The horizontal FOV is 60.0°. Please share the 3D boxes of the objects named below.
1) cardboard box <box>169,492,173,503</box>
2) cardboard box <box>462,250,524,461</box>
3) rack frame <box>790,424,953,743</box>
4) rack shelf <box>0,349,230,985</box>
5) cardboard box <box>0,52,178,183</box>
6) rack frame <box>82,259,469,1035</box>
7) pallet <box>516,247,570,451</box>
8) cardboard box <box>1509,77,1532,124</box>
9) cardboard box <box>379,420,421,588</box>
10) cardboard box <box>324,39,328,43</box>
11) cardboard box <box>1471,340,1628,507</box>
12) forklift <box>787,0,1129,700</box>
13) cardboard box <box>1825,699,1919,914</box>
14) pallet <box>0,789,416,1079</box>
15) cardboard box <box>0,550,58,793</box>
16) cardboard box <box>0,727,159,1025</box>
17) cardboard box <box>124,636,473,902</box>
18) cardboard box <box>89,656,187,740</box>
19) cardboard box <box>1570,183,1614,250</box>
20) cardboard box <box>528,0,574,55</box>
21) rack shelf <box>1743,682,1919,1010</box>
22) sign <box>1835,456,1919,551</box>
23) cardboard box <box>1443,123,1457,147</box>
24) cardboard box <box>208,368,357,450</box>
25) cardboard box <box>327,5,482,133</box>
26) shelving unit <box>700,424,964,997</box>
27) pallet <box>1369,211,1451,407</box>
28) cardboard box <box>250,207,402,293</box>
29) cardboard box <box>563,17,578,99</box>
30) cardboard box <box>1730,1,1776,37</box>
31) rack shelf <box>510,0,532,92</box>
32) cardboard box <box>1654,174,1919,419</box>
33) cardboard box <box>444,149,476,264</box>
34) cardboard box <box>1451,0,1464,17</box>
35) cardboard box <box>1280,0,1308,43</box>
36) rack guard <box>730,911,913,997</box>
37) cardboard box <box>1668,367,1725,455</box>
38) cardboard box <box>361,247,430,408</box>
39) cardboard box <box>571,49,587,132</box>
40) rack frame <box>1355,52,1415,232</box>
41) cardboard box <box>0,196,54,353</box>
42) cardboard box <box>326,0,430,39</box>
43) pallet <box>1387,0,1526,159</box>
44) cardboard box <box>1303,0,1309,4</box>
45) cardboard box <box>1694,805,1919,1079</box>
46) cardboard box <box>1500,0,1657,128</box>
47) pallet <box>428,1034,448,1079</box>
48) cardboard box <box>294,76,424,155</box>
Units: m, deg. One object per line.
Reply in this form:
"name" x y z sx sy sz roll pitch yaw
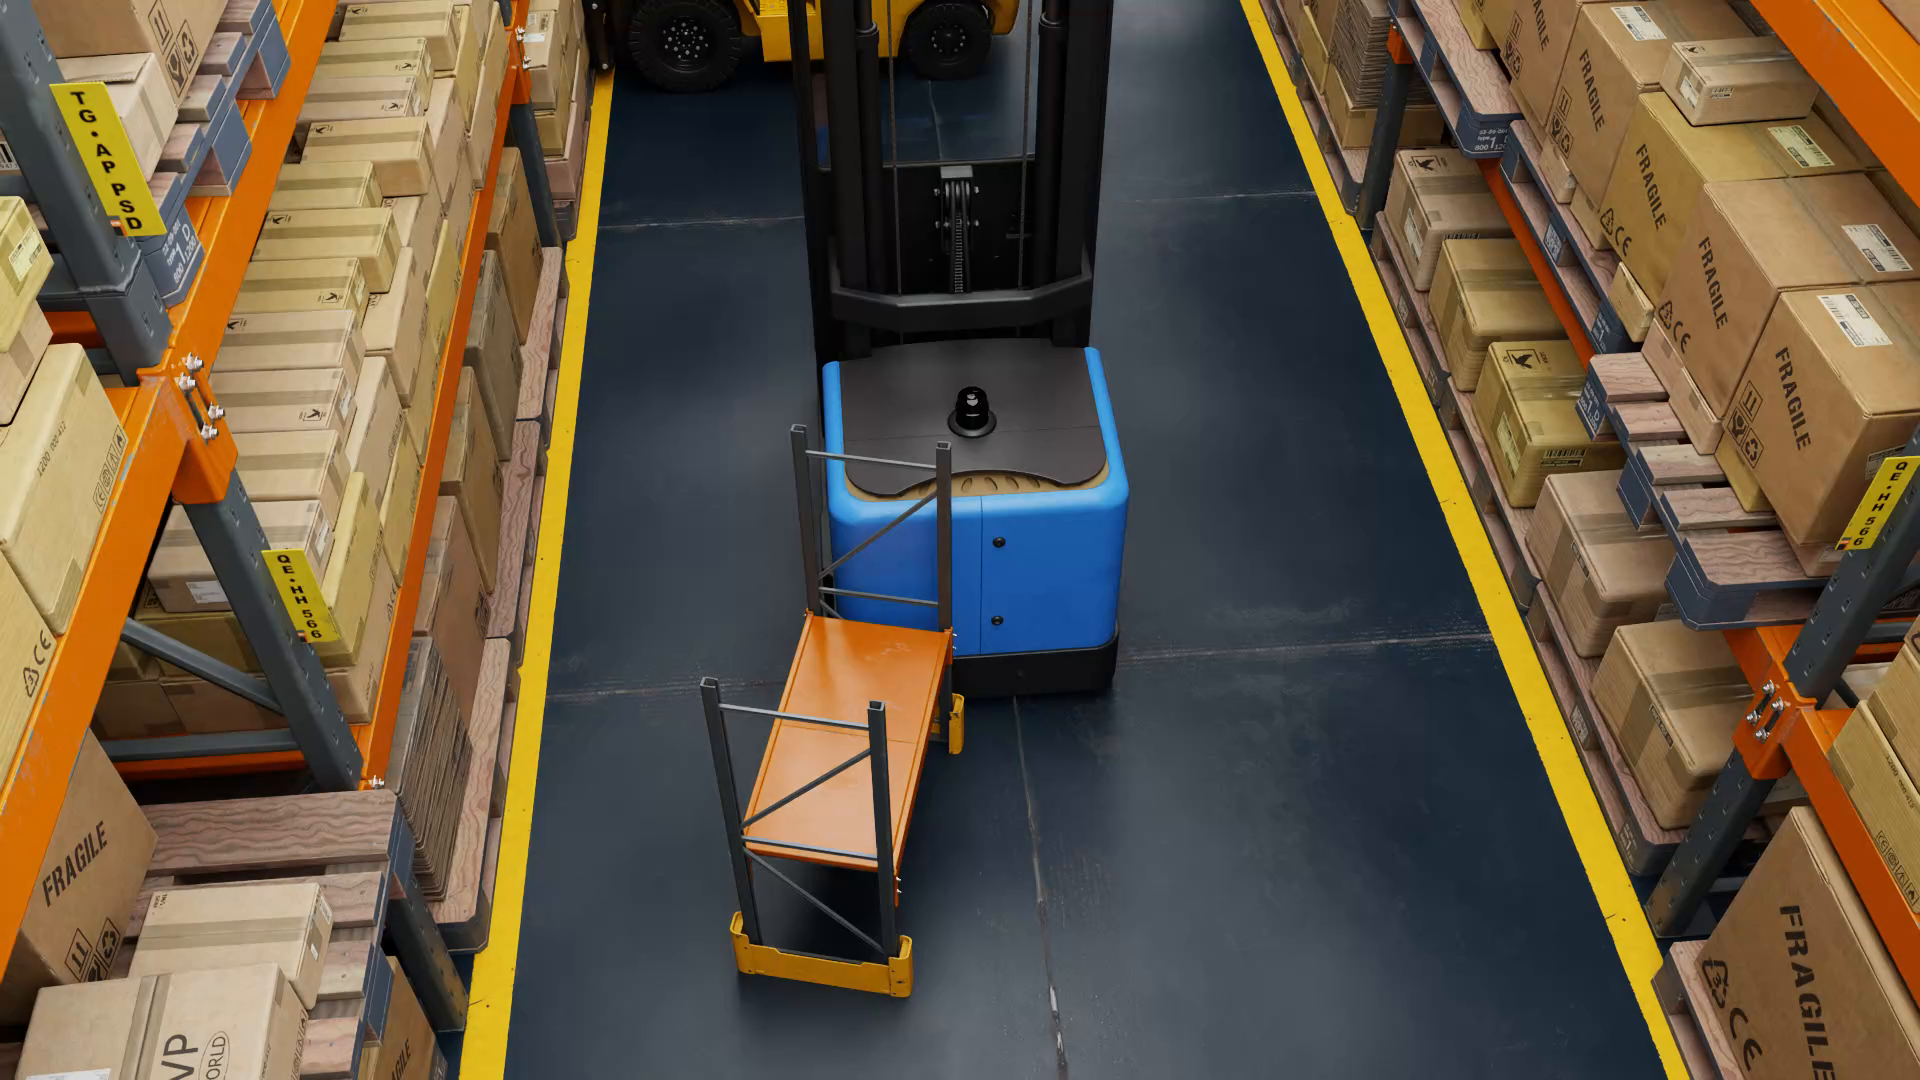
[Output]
"cardboard box" -2.465 -0.252 4.818 0.500 0.250 0.500 -3 47 -3
"cardboard box" -2.328 -0.737 6.865 0.875 0.625 0.625 -4 47 -4
"rack frame" -0.276 0.198 5.666 0.500 1.500 0.032 7 47 7
"rack shelf" -1.938 1.209 2.105 1.077 0.370 4.000 -3 47 -3
"cardboard box" -1.832 -0.854 3.366 0.380 0.166 0.250 -4 47 -3
"rack frame" -2.105 0.547 4.303 1.000 3.000 0.127 -3 47 -3
"pallet" -2.340 -0.858 7.554 1.003 0.211 1.213 -3 47 -3
"cardboard box" 2.329 -1.721 6.334 0.380 0.149 0.250 -3 47 -3
"cardboard box" -1.936 -0.102 5.020 0.500 0.250 0.500 -4 47 -4
"cardboard box" -2.621 -1.721 6.209 0.500 0.250 0.500 -4 47 -4
"cardboard box" 2.676 -0.491 6.806 0.950 0.372 0.625 -2 47 -2
"forklift" -0.053 -1.464 6.254 1.130 2.935 3.031 -4 47 -3
"cardboard box" 2.631 0.663 4.296 0.500 0.250 0.500 -4 47 -4
"pallet" -1.979 1.099 3.912 1.213 0.211 1.003 -3 47 -3
"cardboard box" -1.778 0.287 2.586 0.500 0.250 0.500 -3 47 -3
"cardboard box" -2.218 0.750 3.753 0.500 0.500 0.500 -2 47 -1
"cardboard box" -2.144 0.767 5.441 0.875 0.625 0.625 -2 47 -2
"cardboard box" -2.398 0.288 4.651 0.500 0.250 0.500 -4 47 -4
"cardboard box" 2.370 -1.155 5.798 0.380 0.149 0.250 -5 47 -5
"cardboard box" -2.201 -2.630 8.227 0.500 0.250 0.500 -3 47 -3
"rack shelf" 3.008 1.936 3.482 1.077 0.370 4.000 -3 47 -3
"sign" 2.301 -0.089 4.162 0.100 0.325 0.005 -3 47 -3
"cardboard box" 2.725 -2.294 8.598 0.500 0.250 0.500 -5 47 -5
"cardboard box" -1.909 -0.337 4.624 0.380 0.149 0.250 -2 47 -2
"cardboard box" -2.094 -1.756 6.243 0.500 0.250 0.500 -5 47 -4
"shelving unit" -0.363 0.568 5.316 0.587 1.500 1.083 7 47 7
"pallet" 2.572 -1.130 7.811 1.003 0.211 1.213 -3 47 -3
"cardboard box" -1.957 -0.893 5.150 0.380 0.149 0.250 -3 47 -2
"cardboard box" -2.217 -2.451 8.402 0.500 0.250 0.500 -4 47 -4
"cardboard box" 2.898 -1.501 5.679 0.500 0.500 0.500 -5 47 -5
"rack shelf" -2.608 -3.547 8.675 1.077 0.370 4.000 -3 47 -3
"cardboard box" 2.471 -0.724 4.944 0.500 0.500 0.500 -4 47 -4
"cardboard box" -2.079 -1.223 6.082 0.500 0.250 0.500 -3 47 -3
"cardboard box" 2.237 -2.291 6.874 0.380 0.149 0.250 -3 47 -3
"cardboard box" 2.096 -3.015 9.281 0.500 0.250 0.500 -3 47 -3
"rack guard" -0.448 1.354 5.432 0.587 0.250 0.087 7 47 7
"cardboard box" 2.418 -0.408 5.091 0.380 0.149 0.250 -4 47 -4
"cardboard box" -1.966 -0.652 5.197 0.500 0.250 0.500 -5 47 -4
"cardboard box" -2.209 -2.283 8.587 0.500 0.250 0.500 -4 47 -4
"rack frame" 2.506 -2.652 7.332 1.000 3.000 0.127 -3 47 -3
"cardboard box" -1.782 -0.442 2.797 0.380 0.149 0.250 -2 47 -2
"cardboard box" -2.183 -2.005 6.204 0.380 0.149 0.250 -4 47 -3
"pallet" 2.425 -2.024 6.870 1.003 0.211 1.213 -3 47 -3
"cardboard box" 2.100 -3.257 8.994 0.500 0.500 0.500 -1 47 -1
"cardboard box" 2.816 1.333 4.732 0.875 0.875 0.875 -4 47 -4
"cardboard box" 2.329 -1.855 6.015 0.500 0.500 0.500 -4 47 -4
"pallet" -2.081 2.048 4.802 1.003 0.211 1.213 -3 47 -3
"cardboard box" -2.054 -1.449 5.677 0.380 0.149 0.250 -3 47 -3
